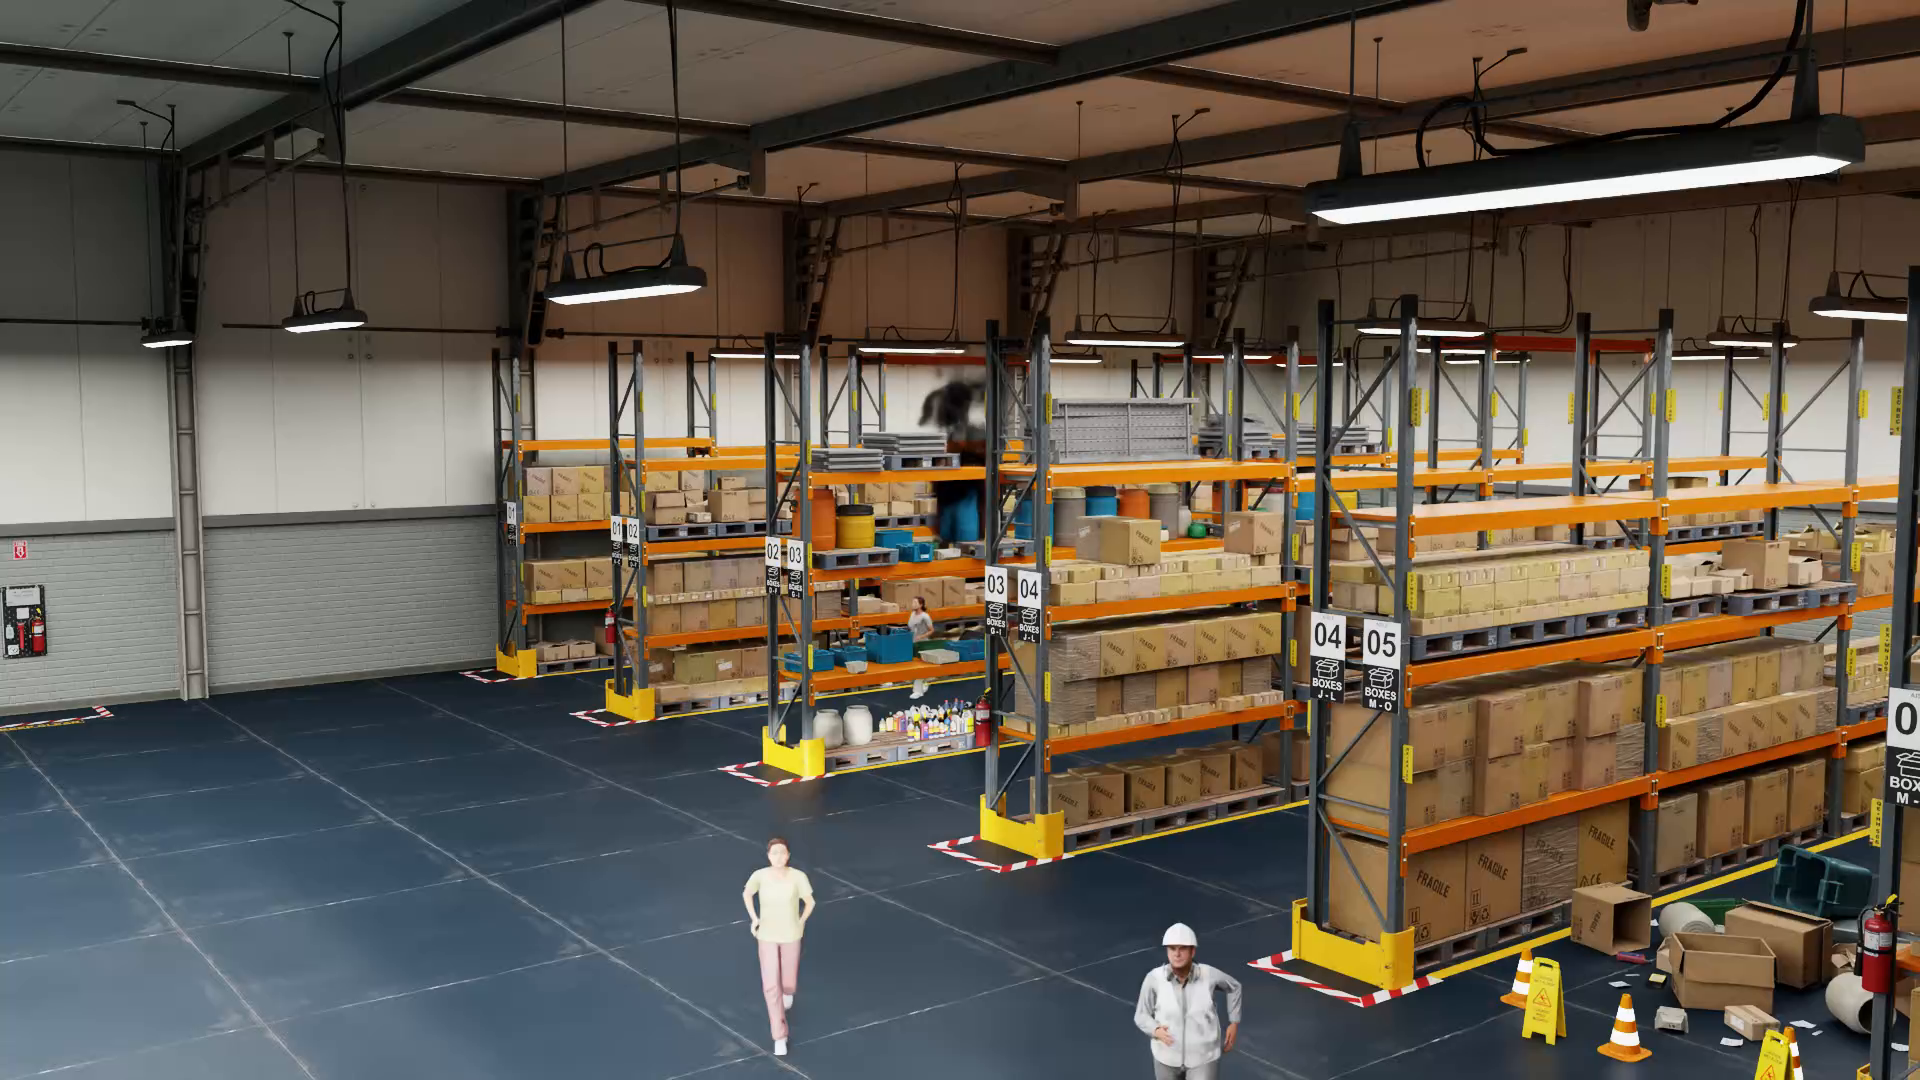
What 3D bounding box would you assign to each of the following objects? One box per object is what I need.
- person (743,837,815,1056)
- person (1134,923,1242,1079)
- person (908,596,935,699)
[{"bbox_3d":[-1.450,3.186,13.321,0.579,1.660,0.818,0,5,-4],"label":"person"},{"bbox_3d":[1.464,3.340,10.735,0.665,1.776,0.863,1,5,13],"label":"person"},{"bbox_3d":[-0.647,1.717,26.702,0.560,1.644,0.551,5,7,42],"label":"person"}]
